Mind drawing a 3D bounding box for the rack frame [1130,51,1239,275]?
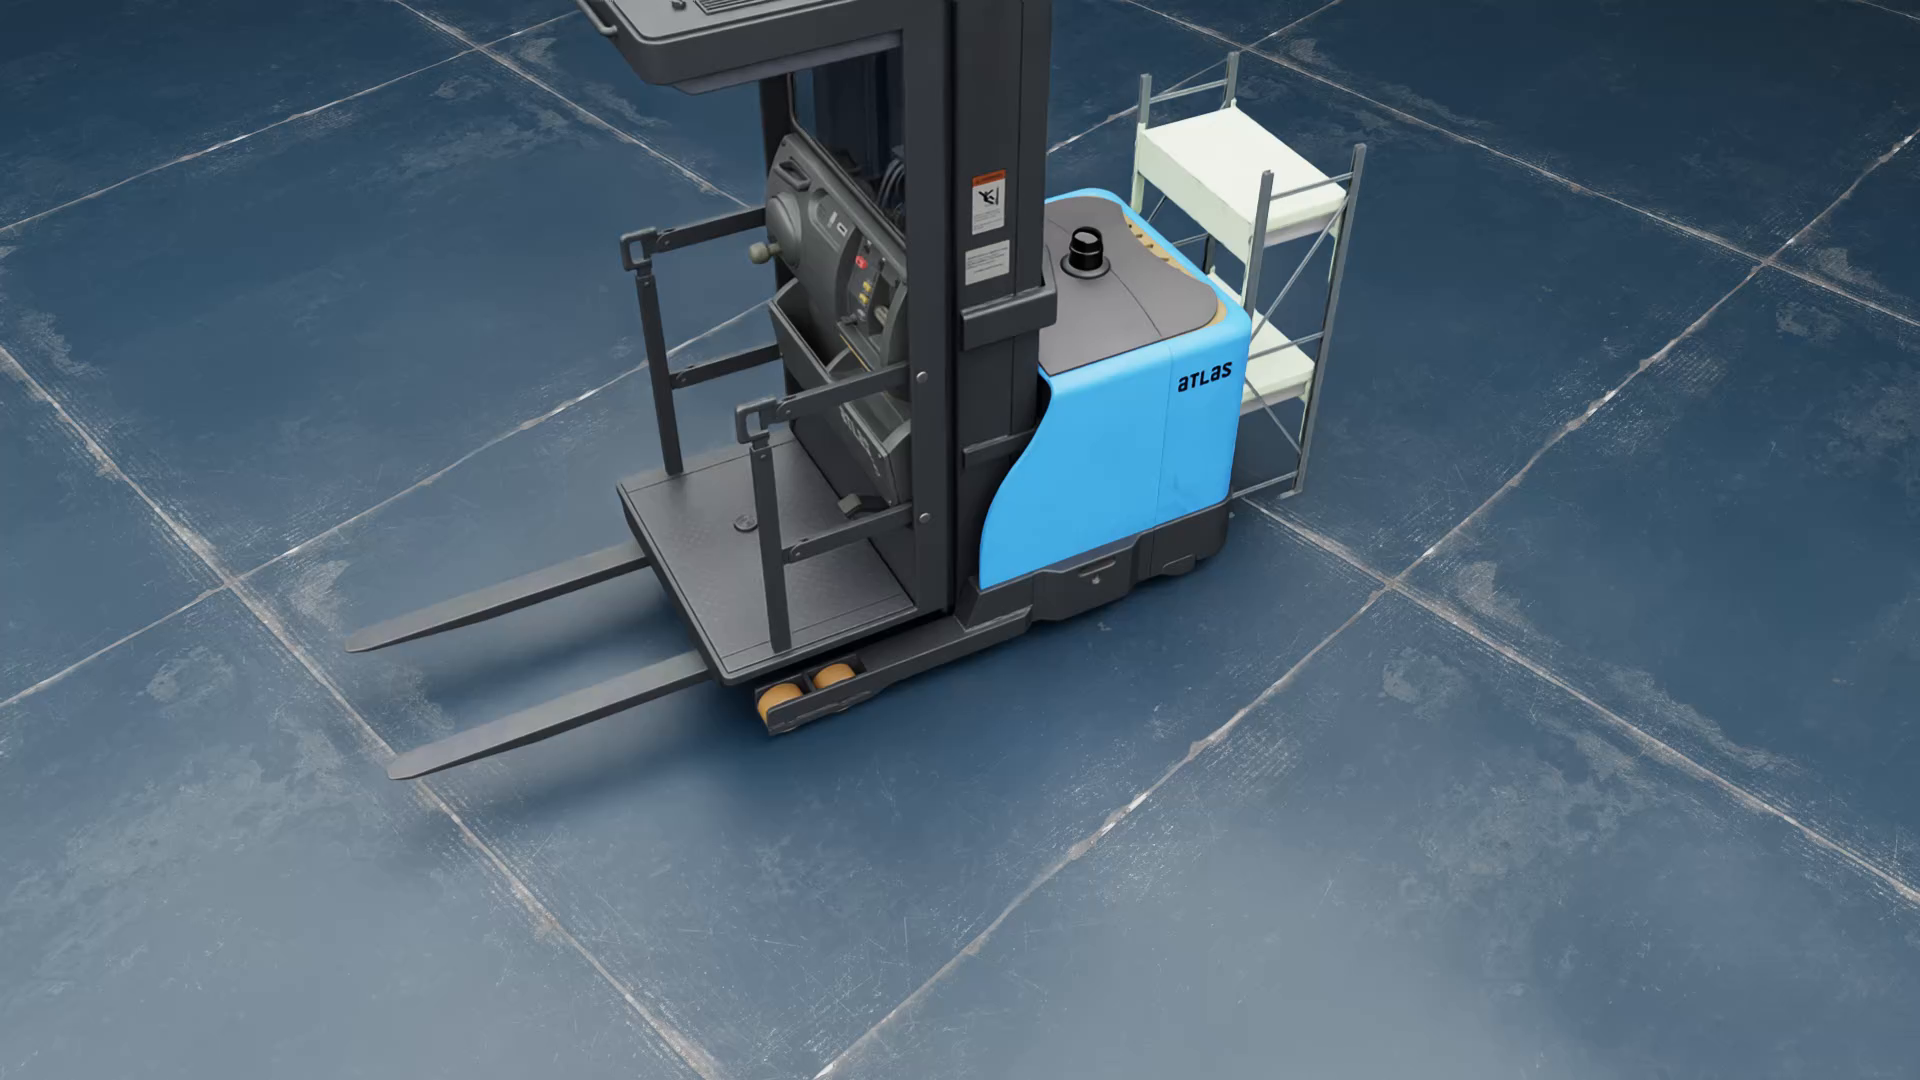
[{"bbox_3d":[0.808,-1.122,6.358,0.400,1.500,0.023,-19,46,-20],"label":"rack frame"}]

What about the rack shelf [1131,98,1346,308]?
[{"bbox_3d":[0.978,-1.188,5.854,0.431,0.370,0.720,-19,46,-20],"label":"rack shelf"}]

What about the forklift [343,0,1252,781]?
[{"bbox_3d":[-0.566,-0.847,5.007,3.031,2.935,1.130,-19,46,-20],"label":"forklift"}]

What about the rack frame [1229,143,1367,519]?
[{"bbox_3d":[1.145,-0.681,5.880,0.400,1.500,0.023,-19,46,-20],"label":"rack frame"}]

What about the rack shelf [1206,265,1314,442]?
[{"bbox_3d":[0.975,-0.661,6.340,0.431,0.370,0.720,-19,46,-20],"label":"rack shelf"}]

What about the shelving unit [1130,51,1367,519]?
[{"bbox_3d":[0.976,-0.901,6.119,0.431,1.500,0.755,-19,46,-20],"label":"shelving unit"}]
